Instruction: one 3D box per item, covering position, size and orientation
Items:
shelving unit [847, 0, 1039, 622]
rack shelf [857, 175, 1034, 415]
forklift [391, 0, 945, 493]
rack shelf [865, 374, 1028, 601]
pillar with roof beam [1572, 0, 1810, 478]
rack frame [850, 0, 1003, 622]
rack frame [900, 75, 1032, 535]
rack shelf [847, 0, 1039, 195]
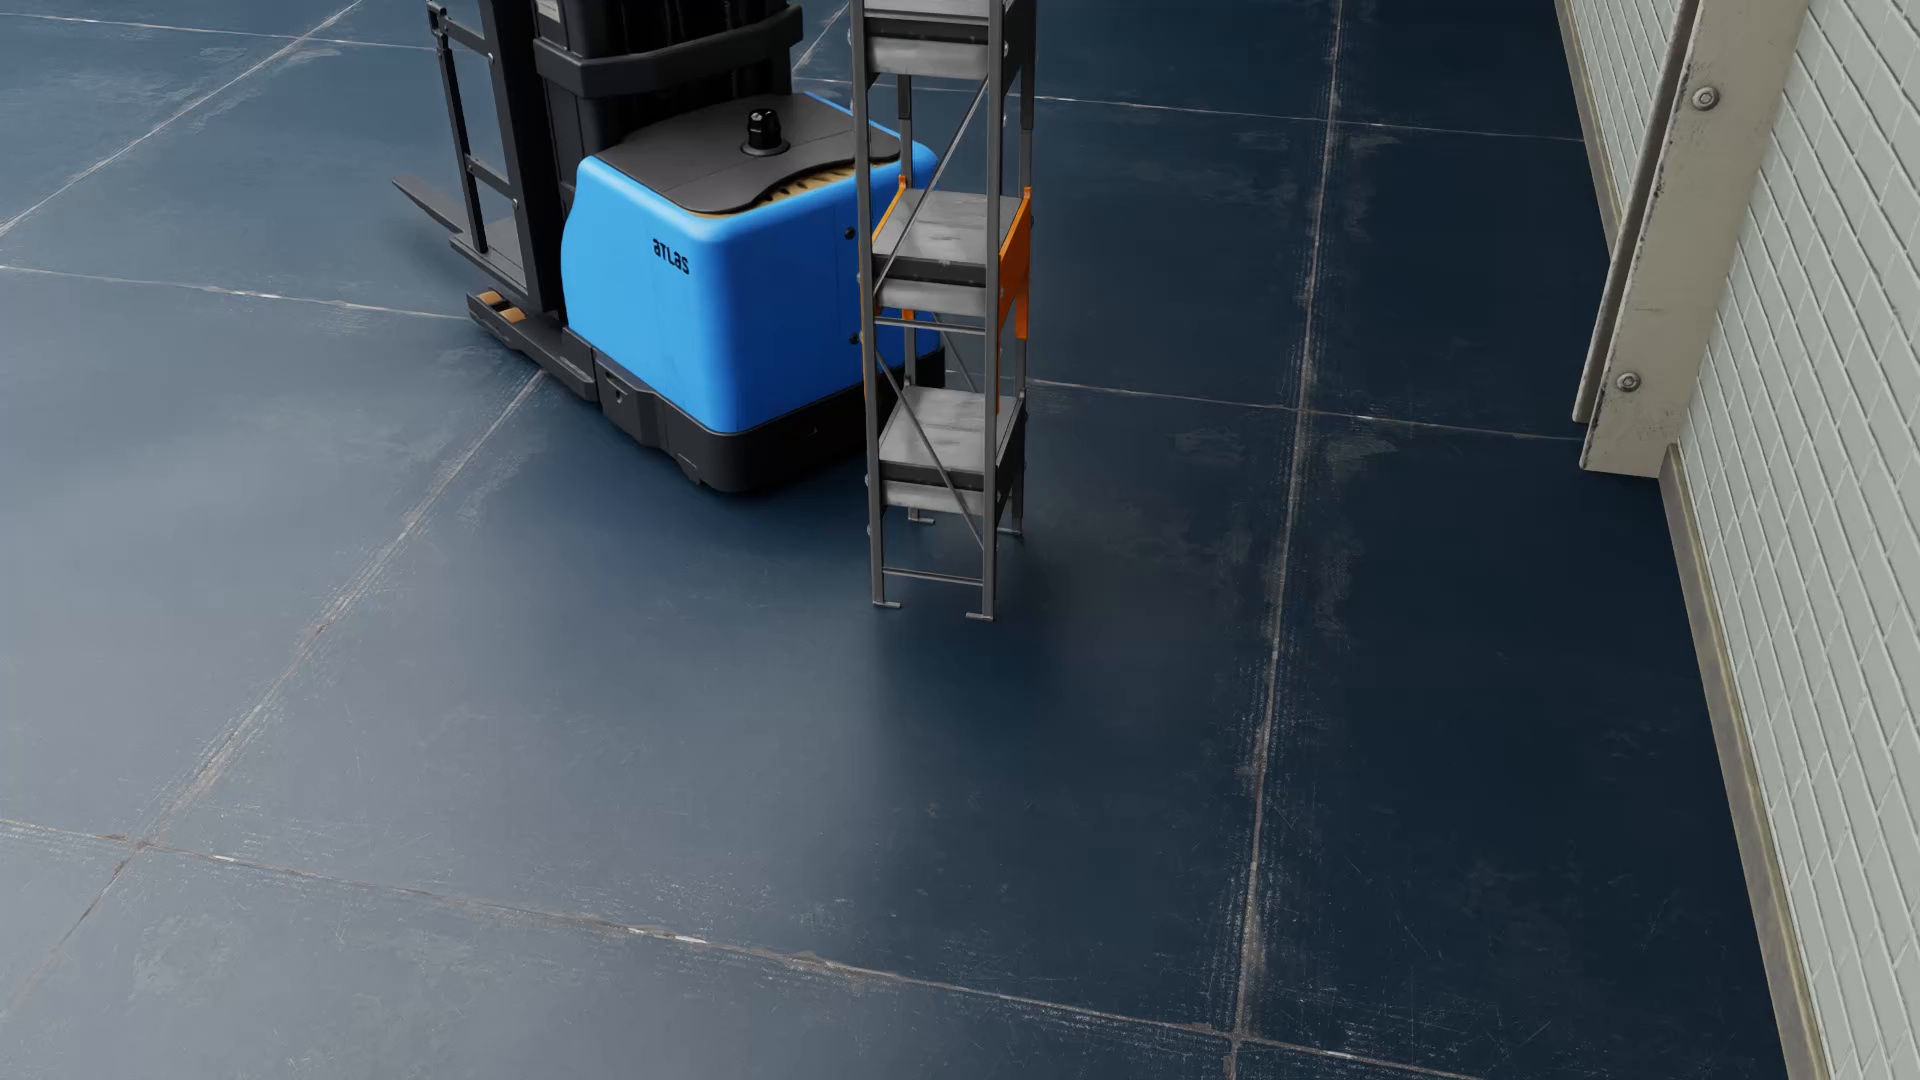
[{"bbox_3d":[-0.035,-0.755,5.003,0.431,2.100,0.503,7,37,10],"label":"shelving unit"},{"bbox_3d":[-0.035,-0.744,5.011,0.431,0.518,0.480,7,37,10],"label":"rack shelf"},{"bbox_3d":[-1.398,-2.143,6.210,1.130,2.935,3.031,-27,44,-32],"label":"forklift"},{"bbox_3d":[-0.035,-0.177,5.422,0.431,0.518,0.480,7,37,10],"label":"rack shelf"},{"bbox_3d":[-1.732,-4.538,4.343,9.100,9.000,0.400,7,37,10],"label":"pillar with roof beam"},{"bbox_3d":[-0.087,-0.615,4.810,0.400,2.100,0.015,7,37,10],"label":"rack frame"},{"bbox_3d":[0.017,-0.895,5.196,0.400,2.100,0.015,7,37,10],"label":"rack frame"},{"bbox_3d":[-0.035,-1.311,4.600,0.431,0.518,0.480,7,37,10],"label":"rack shelf"}]
